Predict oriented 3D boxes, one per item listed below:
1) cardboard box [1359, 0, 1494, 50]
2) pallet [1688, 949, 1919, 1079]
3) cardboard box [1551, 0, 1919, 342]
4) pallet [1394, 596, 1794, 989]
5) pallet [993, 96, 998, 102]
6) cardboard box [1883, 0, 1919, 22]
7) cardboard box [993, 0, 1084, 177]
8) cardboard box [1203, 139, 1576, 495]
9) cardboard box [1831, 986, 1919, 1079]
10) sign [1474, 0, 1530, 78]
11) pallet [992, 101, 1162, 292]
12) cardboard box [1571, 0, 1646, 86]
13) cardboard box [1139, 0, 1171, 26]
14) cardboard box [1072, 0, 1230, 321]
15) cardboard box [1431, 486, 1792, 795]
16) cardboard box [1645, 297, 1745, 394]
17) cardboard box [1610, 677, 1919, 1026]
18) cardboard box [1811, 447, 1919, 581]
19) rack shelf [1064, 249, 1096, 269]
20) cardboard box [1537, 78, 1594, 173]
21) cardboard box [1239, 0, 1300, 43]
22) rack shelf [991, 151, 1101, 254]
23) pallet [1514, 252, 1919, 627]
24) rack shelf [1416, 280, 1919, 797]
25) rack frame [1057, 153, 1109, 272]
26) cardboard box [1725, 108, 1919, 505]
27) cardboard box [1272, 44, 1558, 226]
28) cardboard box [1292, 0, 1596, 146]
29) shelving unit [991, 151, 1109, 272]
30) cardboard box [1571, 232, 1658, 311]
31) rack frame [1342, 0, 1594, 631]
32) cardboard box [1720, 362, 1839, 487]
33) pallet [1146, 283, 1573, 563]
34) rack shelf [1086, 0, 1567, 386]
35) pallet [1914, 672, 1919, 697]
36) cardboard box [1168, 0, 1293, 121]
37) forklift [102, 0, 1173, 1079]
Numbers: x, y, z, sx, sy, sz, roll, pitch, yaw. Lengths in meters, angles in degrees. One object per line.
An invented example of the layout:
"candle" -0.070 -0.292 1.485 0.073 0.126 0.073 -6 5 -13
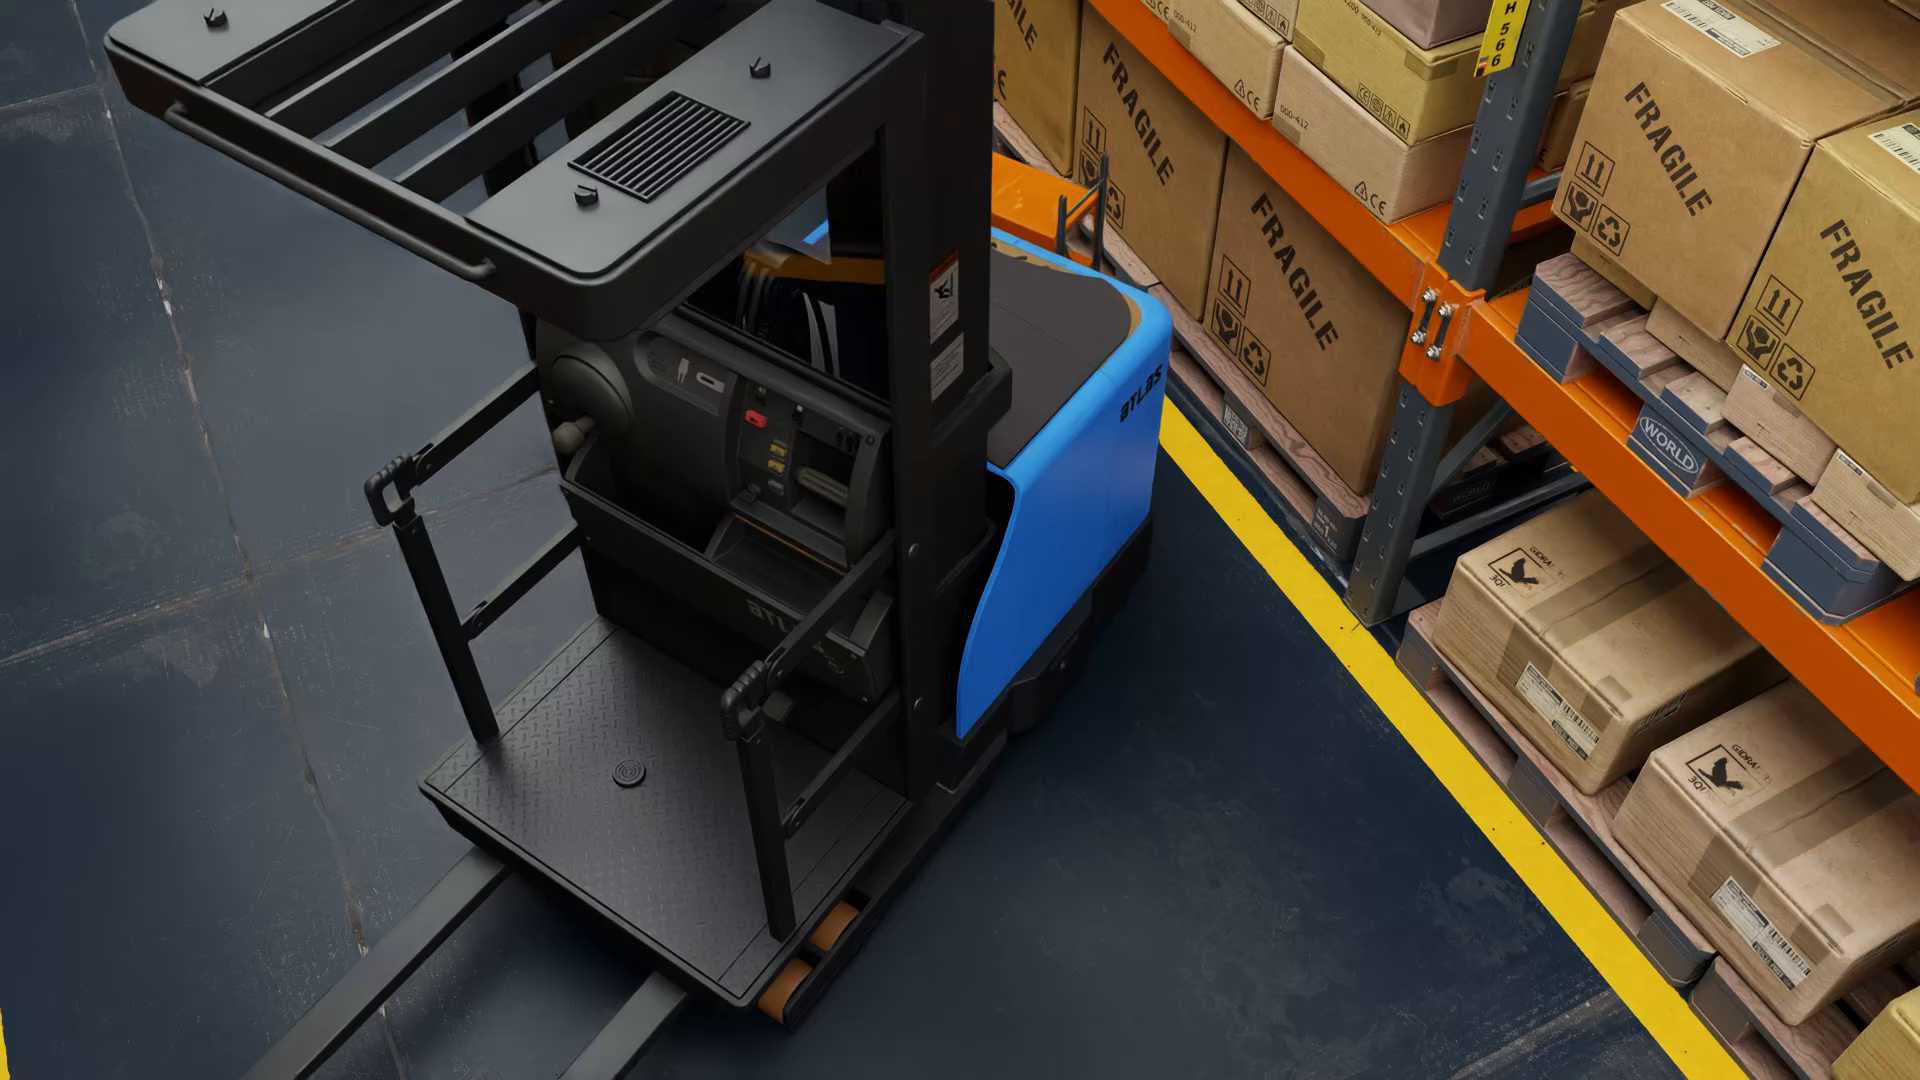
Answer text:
"cardboard box" 1.171 -1.547 3.880 0.500 0.500 0.500 -22 53 -18
"pallet" 2.551 1.328 3.948 1.003 0.211 1.213 -21 52 -18
"cardboard box" 1.641 -0.817 3.429 0.500 0.500 0.500 -23 53 -19
"pallet" 1.997 0.512 4.662 1.003 0.211 1.213 -21 52 -18
"pallet" 0.230 -2.198 7.032 1.003 0.211 1.213 -21 52 -18
"cardboard box" 2.096 -0.990 3.580 0.500 0.500 0.500 -23 53 -19
"cardboard box" 0.585 -2.056 6.188 0.875 0.875 0.875 -20 52 -16
"cardboard box" 1.398 -0.859 5.141 0.875 0.875 0.875 -22 52 -18
"cardboard box" 2.577 1.180 3.692 0.950 0.372 0.625 -20 52 -16
"sign" 1.149 -1.117 3.465 0.100 0.325 0.005 -21 52 -18
"pallet" 0.792 -1.380 6.317 1.003 0.211 1.213 -21 52 -18
"cardboard box" 1.628 -1.469 4.309 0.500 0.250 0.500 -22 52 -18
"cardboard box" 0.714 -1.808 4.938 0.500 0.250 0.500 -22 52 -18
"cardboard box" 0.994 -1.457 5.664 0.875 0.875 0.875 -21 52 -17
"cardboard box" 1.890 0.179 4.567 0.950 0.372 0.625 -24 53 -20
"cardboard box" 1.723 -0.502 3.584 0.380 0.149 0.250 -24 53 -20
"cardboard box" 2.235 0.670 4.138 0.950 0.372 0.625 -22 52 -18
"cardboard box" 1.915 -0.112 3.243 0.380 0.149 0.250 -21 52 -17
"rack shelf" 0.137 -0.802 4.946 0.480 0.148 0.258 27 54 22
"cardboard box" 1.640 -1.294 4.489 0.500 0.250 0.500 -22 52 -18
"cardboard box" 0.955 -1.623 4.444 0.500 0.250 0.500 -22 53 -18
"rack shelf" 0.137 -0.958 4.768 0.480 0.148 0.258 27 54 22
"pallet" 2.061 -0.426 3.757 1.213 0.211 1.003 -21 52 -18
"rack shelf" 2.556 0.646 3.170 1.077 0.370 4.000 -21 52 -18
"rack frame" 0.339 -0.596 4.974 0.015 1.200 0.240 27 54 22
"cardboard box" 1.885 -0.471 3.126 0.500 0.500 0.500 -19 51 -16
"cardboard box" 1.178 -1.129 4.344 0.500 0.250 0.500 -23 53 -19
"cardboard box" 1.193 -1.281 4.145 0.500 0.250 0.500 -21 52 -18
"shelving unit" 0.137 -0.699 5.064 0.503 1.200 0.258 27 54 22
"cardboard box" 1.624 -0.703 3.760 0.380 0.149 0.250 -24 53 -20
"rack frame" 1.641 -0.929 4.070 1.000 3.000 0.127 -21 52 -18
"cardboard box" 1.808 -0.303 3.410 0.380 0.149 0.250 -24 53 -20
"pallet" 1.347 -0.565 5.604 1.003 0.211 1.213 -21 52 -18
"rack shelf" 0.725 -2.031 5.511 1.077 0.370 4.000 -21 52 -18
"pallet" 2.583 0.445 2.996 1.003 0.211 1.213 -21 52 -18
"cardboard box" 0.931 -1.465 4.638 0.500 0.250 0.500 -20 52 -17
"forklift" -0.675 -0.173 3.454 1.130 2.935 3.031 28 54 22
